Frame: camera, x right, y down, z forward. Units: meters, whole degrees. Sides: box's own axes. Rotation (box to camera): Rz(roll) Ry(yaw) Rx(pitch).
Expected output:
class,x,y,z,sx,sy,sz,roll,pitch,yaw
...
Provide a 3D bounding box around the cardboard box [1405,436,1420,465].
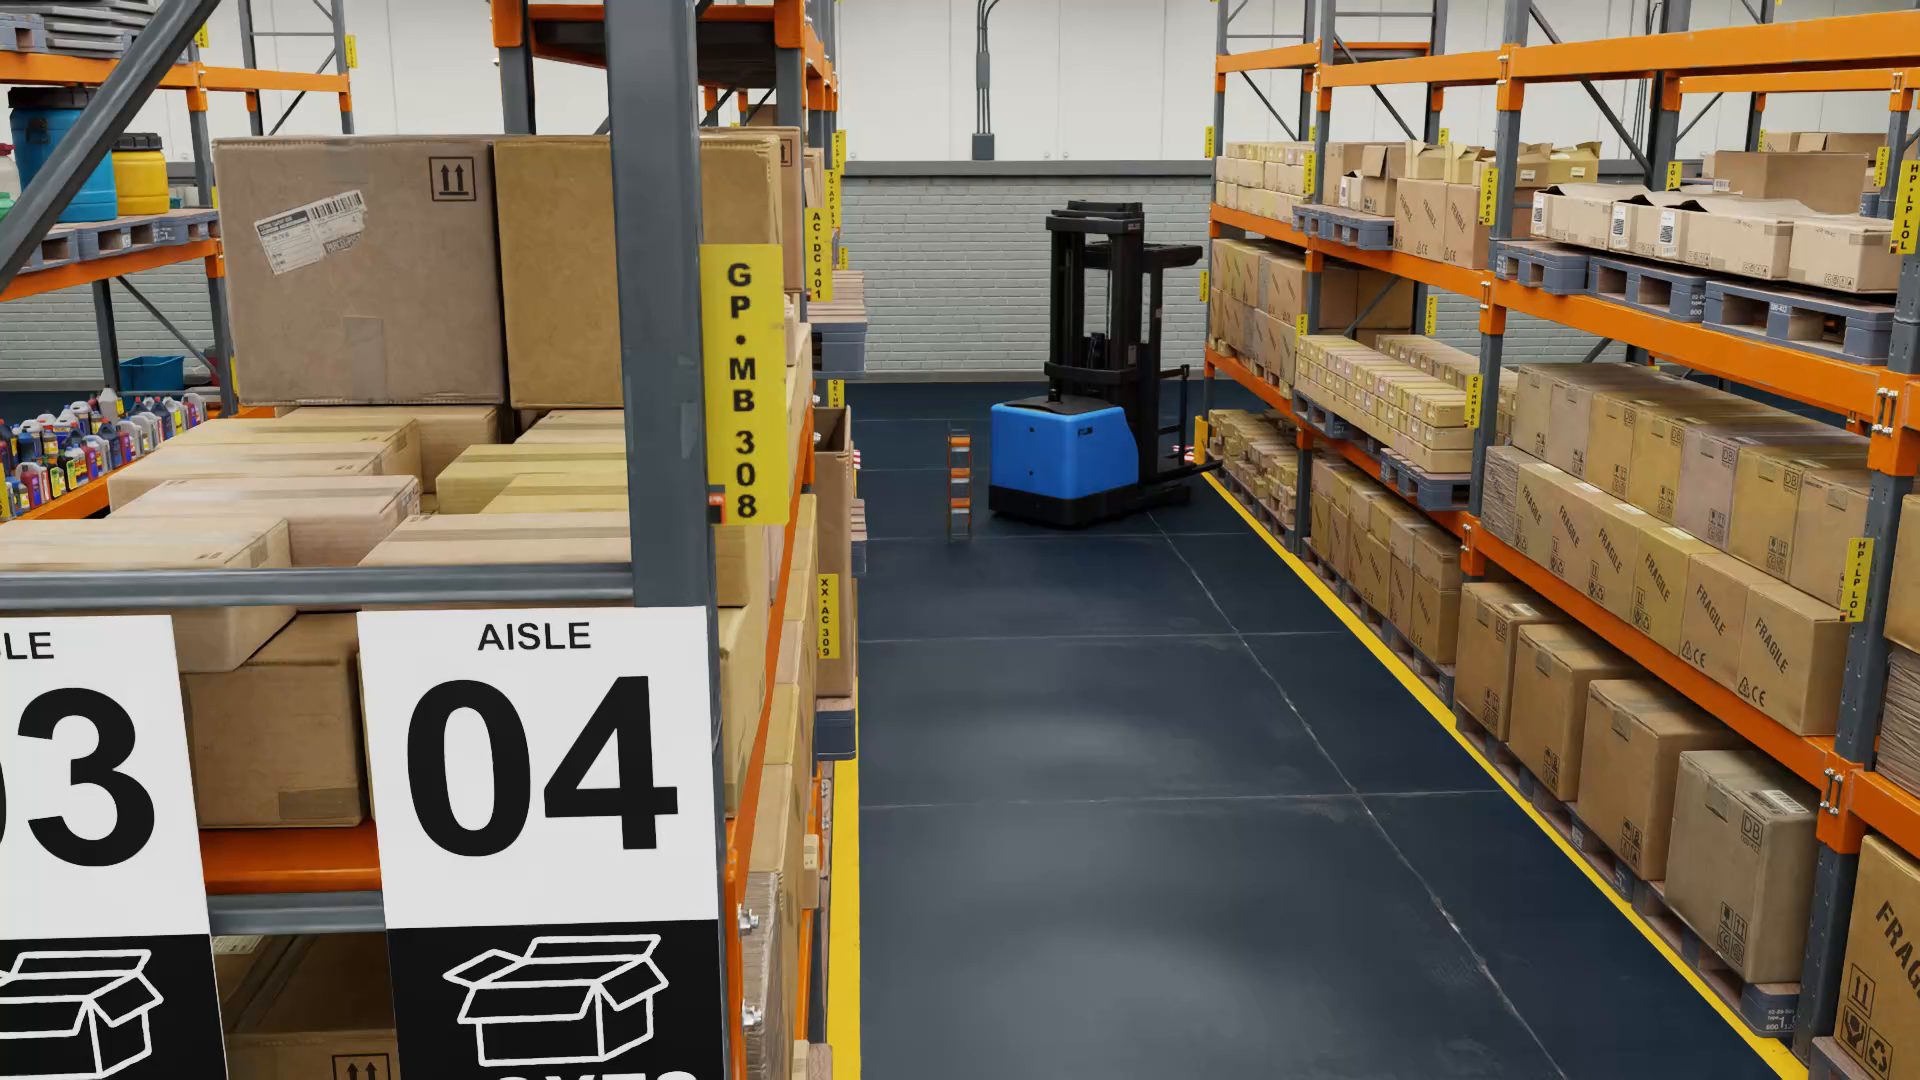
class,x,y,z,sx,sy,sz,roll,pitch,yaw
cardboard box,3.166,-0.592,10.967,0.380,0.149,0.250,-1,14,-4

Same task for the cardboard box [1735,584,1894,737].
class,x,y,z,sx,sy,sz,roll,pitch,yaw
cardboard box,3.617,0.488,6.908,0.500,0.500,0.500,-1,14,-4

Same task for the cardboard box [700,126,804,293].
class,x,y,z,sx,sy,sz,roll,pitch,yaw
cardboard box,-0.758,-1.065,5.327,0.500,0.500,0.500,-1,14,-5

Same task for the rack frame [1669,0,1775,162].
class,x,y,z,sx,sy,sz,roll,pitch,yaw
rack frame,8.107,-5.329,17.679,1.000,3.000,0.127,-1,14,-3

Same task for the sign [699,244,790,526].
class,x,y,z,sx,sy,sz,roll,pitch,yaw
sign,-0.251,-0.176,1.916,0.100,0.325,0.005,-1,14,-3

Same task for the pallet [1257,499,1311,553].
class,x,y,z,sx,sy,sz,roll,pitch,yaw
pallet,3.344,-0.143,15.160,1.003,0.211,1.213,-1,14,-3

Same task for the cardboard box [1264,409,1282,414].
class,x,y,z,sx,sy,sz,roll,pitch,yaw
cardboard box,3.459,-1.305,17.764,0.380,0.149,0.250,-1,14,-3

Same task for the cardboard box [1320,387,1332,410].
class,x,y,z,sx,sy,sz,roll,pitch,yaw
cardboard box,3.035,-1.110,12.983,0.380,0.149,0.250,-1,14,-3

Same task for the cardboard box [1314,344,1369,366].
class,x,y,z,sx,sy,sz,roll,pitch,yaw
cardboard box,3.023,-1.459,13.144,0.380,0.149,0.250,-1,14,-3

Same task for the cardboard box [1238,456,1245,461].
class,x,y,z,sx,sy,sz,roll,pitch,yaw
cardboard box,3.024,-0.757,16.826,0.380,0.149,0.250,-1,14,-3

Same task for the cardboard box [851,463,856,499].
class,x,y,z,sx,sy,sz,roll,pitch,yaw
cardboard box,-1.420,-0.069,12.696,1.225,0.875,0.875,-1,14,-5

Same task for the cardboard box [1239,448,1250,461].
class,x,y,z,sx,sy,sz,roll,pitch,yaw
cardboard box,3.032,-0.896,16.771,0.380,0.149,0.250,-2,15,-6

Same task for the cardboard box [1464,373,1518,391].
class,x,y,z,sx,sy,sz,roll,pitch,yaw
cardboard box,3.769,-1.081,11.676,0.380,0.149,0.250,0,14,-1

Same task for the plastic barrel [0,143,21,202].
class,x,y,z,sx,sy,sz,roll,pitch,yaw
plastic barrel,-6.492,-2.365,11.063,0.433,0.535,0.433,0,14,0

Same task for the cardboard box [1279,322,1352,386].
class,x,y,z,sx,sy,sz,roll,pitch,yaw
cardboard box,3.109,-1.636,14.566,0.500,0.500,0.500,-1,14,-3

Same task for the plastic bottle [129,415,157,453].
class,x,y,z,sx,sy,sz,roll,pitch,yaw
plastic bottle,-6.070,-0.796,12.351,0.152,0.276,0.135,-1,14,-3

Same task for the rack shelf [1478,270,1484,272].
class,x,y,z,sx,sy,sz,roll,pitch,yaw
rack shelf,3.545,-2.063,11.914,0.919,0.052,3.809,-1,14,-3

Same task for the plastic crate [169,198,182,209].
class,x,y,z,sx,sy,sz,roll,pitch,yaw
plastic crate,-6.854,-2.792,14.176,0.416,0.233,0.300,-1,14,-3

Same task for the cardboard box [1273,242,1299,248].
class,x,y,z,sx,sy,sz,roll,pitch,yaw
cardboard box,3.481,-2.763,16.940,0.500,0.500,0.500,-1,14,-5

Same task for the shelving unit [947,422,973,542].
class,x,y,z,sx,sy,sz,roll,pitch,yaw
shelving unit,-0.003,-0.522,14.947,0.215,1.050,0.252,-1,14,-3

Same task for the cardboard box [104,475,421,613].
class,x,y,z,sx,sy,sz,roll,pitch,yaw
cardboard box,-1.020,0.005,2.469,0.380,0.149,0.250,-1,14,-5

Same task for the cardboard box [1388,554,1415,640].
class,x,y,z,sx,sy,sz,roll,pitch,yaw
cardboard box,3.339,0.386,11.680,0.500,0.500,0.500,0,14,-1

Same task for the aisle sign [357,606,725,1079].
class,x,y,z,sx,sy,sz,roll,pitch,yaw
aisle sign,-0.489,0.460,2.000,0.394,0.787,0.004,-1,14,-3

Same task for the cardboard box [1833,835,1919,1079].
class,x,y,z,sx,sy,sz,roll,pitch,yaw
cardboard box,3.886,1.645,6.033,0.875,0.875,0.875,-1,14,-3

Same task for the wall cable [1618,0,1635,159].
class,x,y,z,sx,sy,sz,roll,pitch,yaw
wall cable,8.225,-6.750,23.202,2.355,3.000,0.029,-1,14,-3

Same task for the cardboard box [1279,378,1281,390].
class,x,y,z,sx,sy,sz,roll,pitch,yaw
cardboard box,3.088,-1.403,14.963,0.380,0.149,0.250,0,14,-1

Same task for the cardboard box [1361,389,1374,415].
class,x,y,z,sx,sy,sz,roll,pitch,yaw
cardboard box,3.102,-0.995,11.937,0.380,0.149,0.250,-1,14,-2

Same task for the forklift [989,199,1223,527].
class,x,y,z,sx,sy,sz,roll,pitch,yaw
forklift,1.648,-1.842,16.304,1.130,2.935,3.031,13,19,41

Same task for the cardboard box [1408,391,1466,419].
class,x,y,z,sx,sy,sz,roll,pitch,yaw
cardboard box,3.168,-0.880,10.893,0.380,0.149,0.250,-1,14,-4

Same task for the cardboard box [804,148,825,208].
class,x,y,z,sx,sy,sz,roll,pitch,yaw
cardboard box,-1.009,-1.909,9.204,0.500,0.500,0.500,-1,14,-2

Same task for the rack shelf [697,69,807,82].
class,x,y,z,sx,sy,sz,roll,pitch,yaw
rack shelf,-8.849,-4.023,10.720,15.735,1.986,3.809,-1,14,-3

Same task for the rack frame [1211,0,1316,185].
class,x,y,z,sx,sy,sz,roll,pitch,yaw
rack frame,3.173,-5.227,17.284,1.000,3.000,0.127,-1,14,-3

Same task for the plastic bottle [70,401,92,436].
class,x,y,z,sx,sy,sz,roll,pitch,yaw
plastic bottle,-6.808,-0.927,12.859,0.152,0.276,0.135,-1,14,-3

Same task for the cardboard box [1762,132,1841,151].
class,x,y,z,sx,sy,sz,roll,pitch,yaw
cardboard box,8.083,-3.673,16.017,0.500,0.500,0.500,-1,14,-2

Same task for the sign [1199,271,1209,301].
class,x,y,z,sx,sy,sz,roll,pitch,yaw
sign,2.632,-2.733,17.891,0.100,0.325,0.005,-1,14,-3

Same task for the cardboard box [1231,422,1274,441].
class,x,y,z,sx,sy,sz,roll,pitch,yaw
cardboard box,2.989,-1.106,16.988,0.380,0.149,0.250,-2,15,-6

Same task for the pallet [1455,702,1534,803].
class,x,y,z,sx,sy,sz,roll,pitch,yaw
pallet,3.642,1.215,9.879,1.003,0.211,1.213,-1,14,-3

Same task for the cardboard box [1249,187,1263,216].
class,x,y,z,sx,sy,sz,roll,pitch,yaw
cardboard box,3.040,-3.199,15.721,0.500,0.250,0.500,-1,14,-4

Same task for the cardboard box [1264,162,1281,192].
class,x,y,z,sx,sy,sz,roll,pitch,yaw
cardboard box,3.081,-3.319,15.186,0.500,0.250,0.500,0,14,-1

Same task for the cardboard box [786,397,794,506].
class,x,y,z,sx,sy,sz,roll,pitch,yaw
cardboard box,-0.666,-0.176,3.972,0.500,0.250,0.500,0,14,-2

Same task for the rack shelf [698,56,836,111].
class,x,y,z,sx,sy,sz,roll,pitch,yaw
rack shelf,-1.412,-3.142,11.424,1.077,0.370,4.000,-1,14,-3

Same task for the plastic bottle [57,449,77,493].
class,x,y,z,sx,sy,sz,roll,pitch,yaw
plastic bottle,-5.941,-0.467,11.056,0.061,0.283,0.133,-1,14,-3

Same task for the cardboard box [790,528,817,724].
class,x,y,z,sx,sy,sz,roll,pitch,yaw
cardboard box,-0.705,0.269,5.157,0.500,0.500,0.500,-1,14,-3

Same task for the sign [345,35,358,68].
class,x,y,z,sx,sy,sz,roll,pitch,yaw
sign,-6.179,-4.956,16.876,0.100,0.325,0.005,-1,14,-3

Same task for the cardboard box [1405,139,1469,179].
class,x,y,z,sx,sy,sz,roll,pitch,yaw
cardboard box,3.284,-2.620,11.434,0.396,0.266,0.258,-1,14,-3

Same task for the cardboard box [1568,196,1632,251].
class,x,y,z,sx,sy,sz,roll,pitch,yaw
cardboard box,3.525,-1.656,8.682,0.500,0.250,0.500,0,14,-2

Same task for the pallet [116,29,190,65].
class,x,y,z,sx,sy,sz,roll,pitch,yaw
pallet,-6.397,-3.614,12.196,1.003,0.211,1.213,-1,14,-3

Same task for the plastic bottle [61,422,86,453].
class,x,y,z,sx,sy,sz,roll,pitch,yaw
plastic bottle,-6.171,-0.642,11.601,0.144,0.351,0.185,-1,14,-3
